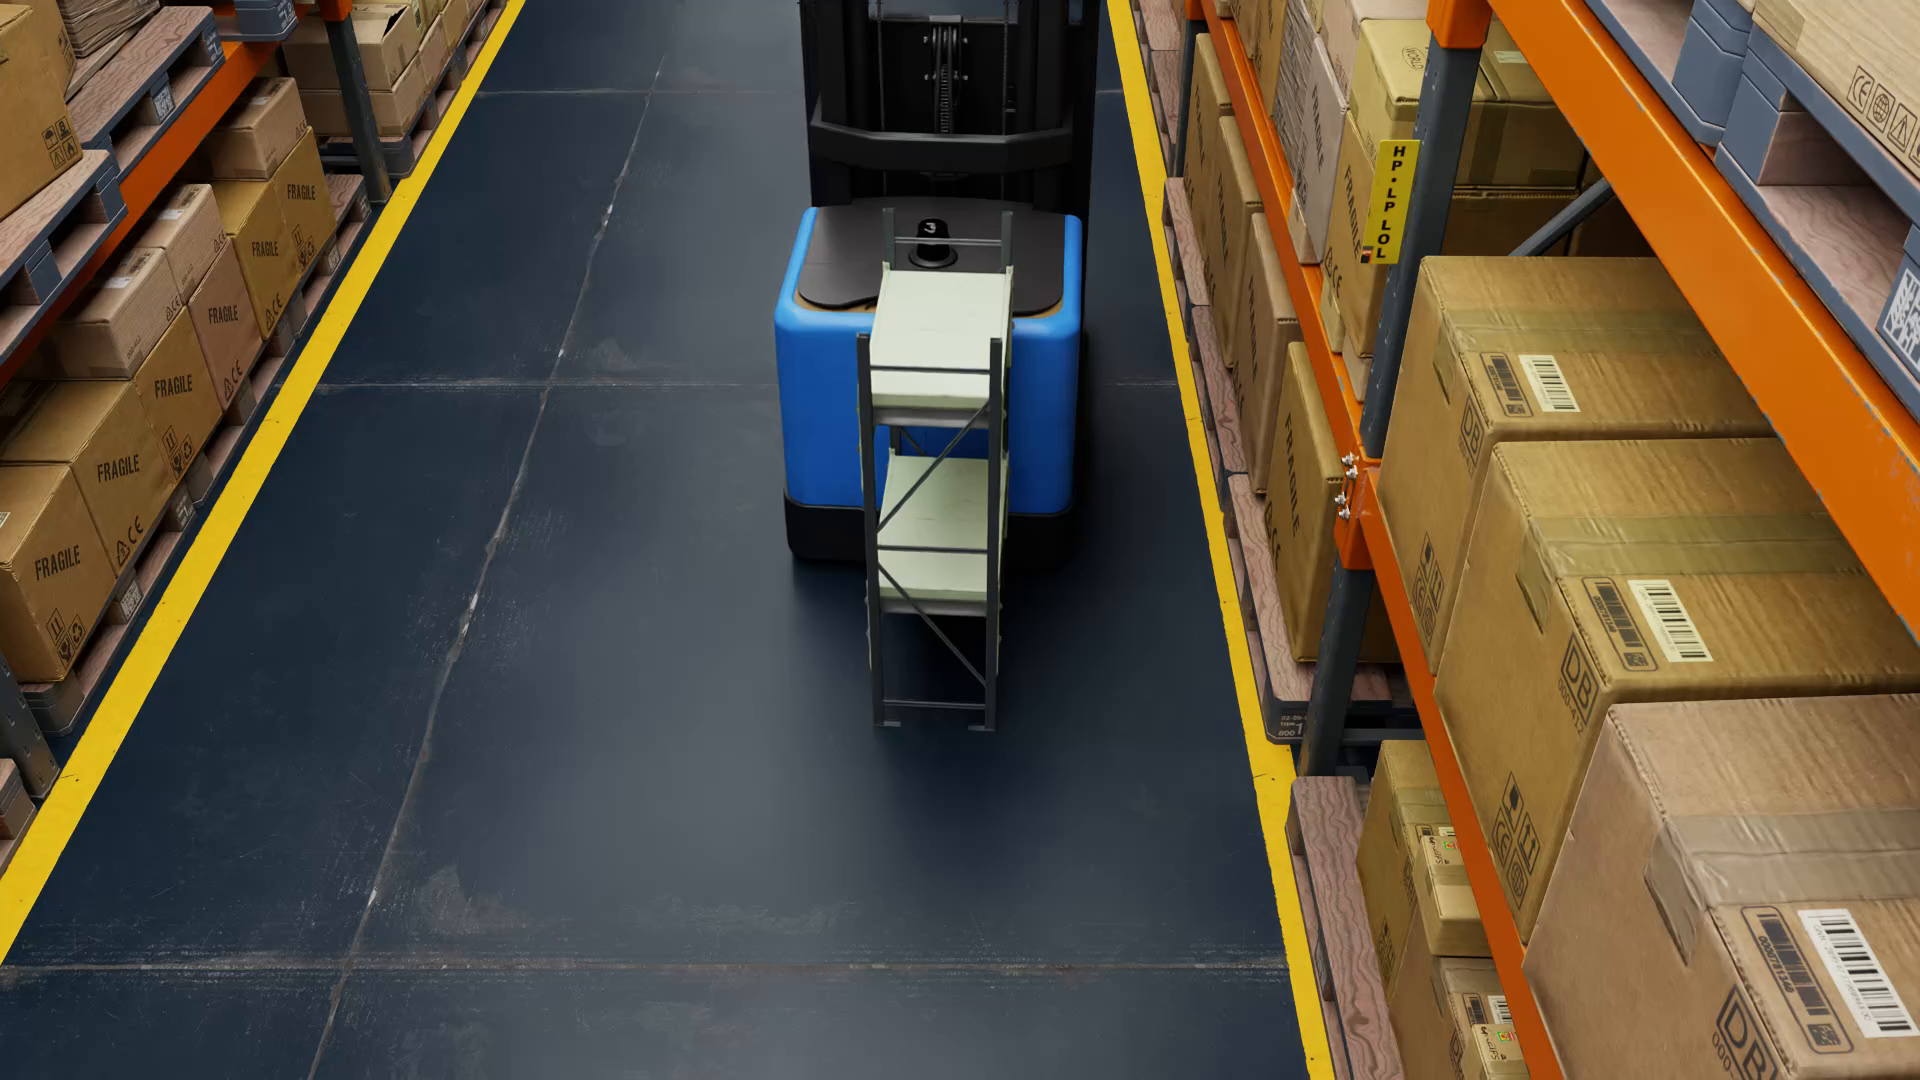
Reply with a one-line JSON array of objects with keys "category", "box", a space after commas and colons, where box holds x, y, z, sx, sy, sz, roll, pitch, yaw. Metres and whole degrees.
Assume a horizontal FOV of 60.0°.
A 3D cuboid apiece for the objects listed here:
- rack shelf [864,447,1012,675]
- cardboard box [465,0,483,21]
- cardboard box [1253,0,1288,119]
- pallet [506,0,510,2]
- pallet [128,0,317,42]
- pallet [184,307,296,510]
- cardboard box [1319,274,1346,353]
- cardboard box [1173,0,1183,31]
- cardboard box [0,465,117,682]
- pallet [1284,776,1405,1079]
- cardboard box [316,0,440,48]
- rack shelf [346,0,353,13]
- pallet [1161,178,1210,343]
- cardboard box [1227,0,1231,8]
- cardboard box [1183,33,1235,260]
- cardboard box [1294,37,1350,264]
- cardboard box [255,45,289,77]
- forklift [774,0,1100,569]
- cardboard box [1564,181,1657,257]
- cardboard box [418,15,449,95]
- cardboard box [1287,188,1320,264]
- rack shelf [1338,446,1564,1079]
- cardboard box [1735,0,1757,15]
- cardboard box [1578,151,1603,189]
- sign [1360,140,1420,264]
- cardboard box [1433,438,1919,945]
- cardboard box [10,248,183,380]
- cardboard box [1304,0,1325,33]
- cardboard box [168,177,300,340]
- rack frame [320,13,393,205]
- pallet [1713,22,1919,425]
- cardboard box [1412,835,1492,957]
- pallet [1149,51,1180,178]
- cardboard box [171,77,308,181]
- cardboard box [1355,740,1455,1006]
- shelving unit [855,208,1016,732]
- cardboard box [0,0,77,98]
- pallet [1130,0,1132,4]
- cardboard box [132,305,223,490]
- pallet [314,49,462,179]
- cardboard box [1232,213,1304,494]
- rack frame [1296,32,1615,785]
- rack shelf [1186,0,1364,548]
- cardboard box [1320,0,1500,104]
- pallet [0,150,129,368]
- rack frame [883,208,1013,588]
[{"category": "rack shelf", "box": [-0.061, 0.058, 5.500, 0.431, 0.370, 0.720, 2, 39, 3]}, {"category": "cardboard box", "box": [-3.095, -3.269, 9.794, 0.500, 0.250, 0.500, 1, 39, 1]}, {"category": "cardboard box", "box": [1.317, -1.792, 5.754, 0.500, 0.500, 0.500, 1, 39, 1]}, {"category": "pallet", "box": [-3.345, -3.843, 10.877, 1.003, 0.211, 1.213, 0, 39, 0]}, {"category": "pallet", "box": [-3.309, -2.392, 6.989, 1.213, 0.211, 1.003, 0, 39, 0]}, {"category": "pallet", "box": [-3.419, -0.574, 6.798, 1.003, 0.211, 1.213, 0, 39, 0]}, {"category": "cardboard box", "box": [1.271, -0.674, 4.877, 0.380, 0.149, 0.250, 1, 39, 1]}, {"category": "cardboard box", "box": [1.607, -3.176, 9.461, 0.700, 0.500, 0.500, 0, 39, 0]}, {"category": "cardboard box", "box": [-3.132, 0.112, 5.359, 0.500, 0.500, 0.500, -2, 39, -2]}, {"category": "pallet", "box": [1.501, 1.169, 4.623, 1.003, 0.211, 1.213, 0, 39, 0]}, {"category": "cardboard box", "box": [-3.096, -2.856, 8.830, 0.500, 0.311, 0.500, -1, 39, -1]}, {"category": "rack shelf", "box": [-3.382, -3.861, 9.244, 1.077, 0.370, 4.000, 0, 39, 0]}, {"category": "pallet", "box": [1.499, -1.315, 7.722, 1.003, 0.211, 1.213, 0, 39, 0]}, {"category": "cardboard box", "box": [1.310, -2.428, 6.547, 0.500, 0.500, 0.500, 1, 39, 1]}, {"category": "cardboard box", "box": [1.443, -1.761, 7.433, 0.750, 0.750, 0.750, -1, 39, -1]}, {"category": "cardboard box", "box": [1.315, -1.165, 4.972, 0.500, 0.500, 0.500, 0, 39, 0]}, {"category": "cardboard box", "box": [-3.627, -2.528, 8.420, 0.500, 0.311, 0.500, 1, 39, 1]}, {"category": "forklift", "box": [-0.020, -1.946, 6.334, 1.130, 2.935, 3.031, 2, 39, 3]}, {"category": "cardboard box", "box": [1.830, -0.846, 4.573, 0.500, 0.500, 0.500, -1, 39, -2]}, {"category": "cardboard box", "box": [-3.088, -2.624, 8.988, 0.500, 0.250, 0.500, -1, 39, -1]}, {"category": "cardboard box", "box": [1.256, -1.001, 5.285, 0.380, 0.149, 0.250, 0, 39, 0]}, {"category": "rack shelf", "box": [1.580, 1.136, 3.009, 1.077, 0.370, 4.000, 0, 39, 0]}, {"category": "cardboard box", "box": [1.302, -0.959, 2.354, 0.500, 0.250, 0.500, -1, 39, -1]}, {"category": "cardboard box", "box": [1.838, -1.138, 4.338, 0.500, 0.250, 0.500, 1, 39, 1]}, {"category": "sign", "box": [1.036, -0.809, 3.999, 0.100, 0.325, 0.005, 0, 39, 0]}, {"category": "cardboard box", "box": [1.558, 0.284, 3.258, 0.980, 0.700, 0.700, -1, 39, -1]}, {"category": "cardboard box", "box": [-3.134, -0.806, 5.905, 0.500, 0.250, 0.500, 0, 39, 0]}, {"category": "cardboard box", "box": [1.330, -1.781, 5.141, 0.500, 0.250, 0.500, 1, 39, 1]}, {"category": "cardboard box", "box": [-3.144, -1.178, 6.969, 0.500, 0.500, 0.500, -1, 39, -2]}, {"category": "rack frame", "box": [-3.380, -2.891, 7.458, 1.000, 3.000, 0.127, 0, 39, 0]}, {"category": "pallet", "box": [1.567, -0.258, 1.846, 1.003, 0.211, 1.213, 0, 39, 0]}, {"category": "cardboard box", "box": [1.294, 0.845, 3.941, 0.380, 0.149, 0.250, 1, 39, 1]}, {"category": "pallet", "box": [1.574, -2.297, 8.947, 1.003, 0.211, 1.213, 0, 39, 0]}, {"category": "cardboard box", "box": [-3.140, -1.760, 7.094, 0.500, 0.250, 0.500, 1, 39, 2]}, {"category": "cardboard box", "box": [1.477, 0.884, 4.411, 0.700, 0.500, 0.500, 0, 39, 1]}, {"category": "shelving unit", "box": [-0.061, -0.197, 5.296, 0.431, 1.500, 0.755, 2, 39, 3]}, {"category": "cardboard box", "box": [-3.439, -1.697, 5.553, 0.700, 0.500, 0.500, -9, 40, -11]}, {"category": "pallet", "box": [1.571, -3.823, 10.852, 1.003, 0.211, 1.213, 0, 39, 0]}, {"category": "cardboard box", "box": [-3.137, -0.534, 6.165, 0.500, 0.500, 0.500, 0, 39, 0]}, {"category": "pallet", "box": [-3.342, -2.317, 8.973, 1.003, 0.211, 1.213, 0, 39, 0]}, {"category": "cardboard box", "box": [1.443, -0.682, 6.086, 0.750, 0.750, 0.750, 1, 39, 1]}, {"category": "rack frame", "box": [1.578, -0.395, 4.344, 1.000, 3.000, 0.127, 0, 39, 0]}, {"category": "rack shelf", "box": [1.576, -1.365, 6.130, 1.077, 0.370, 4.000, 0, 39, 0]}, {"category": "cardboard box", "box": [1.331, -1.462, 4.743, 0.500, 0.250, 0.500, 1, 39, 1]}, {"category": "pallet", "box": [-3.267, -0.814, 5.021, 1.003, 0.211, 1.213, 0, 39, 0]}, {"category": "rack frame", "box": [-0.037, -0.425, 5.581, 0.400, 1.500, 0.023, 2, 39, 3]}]
